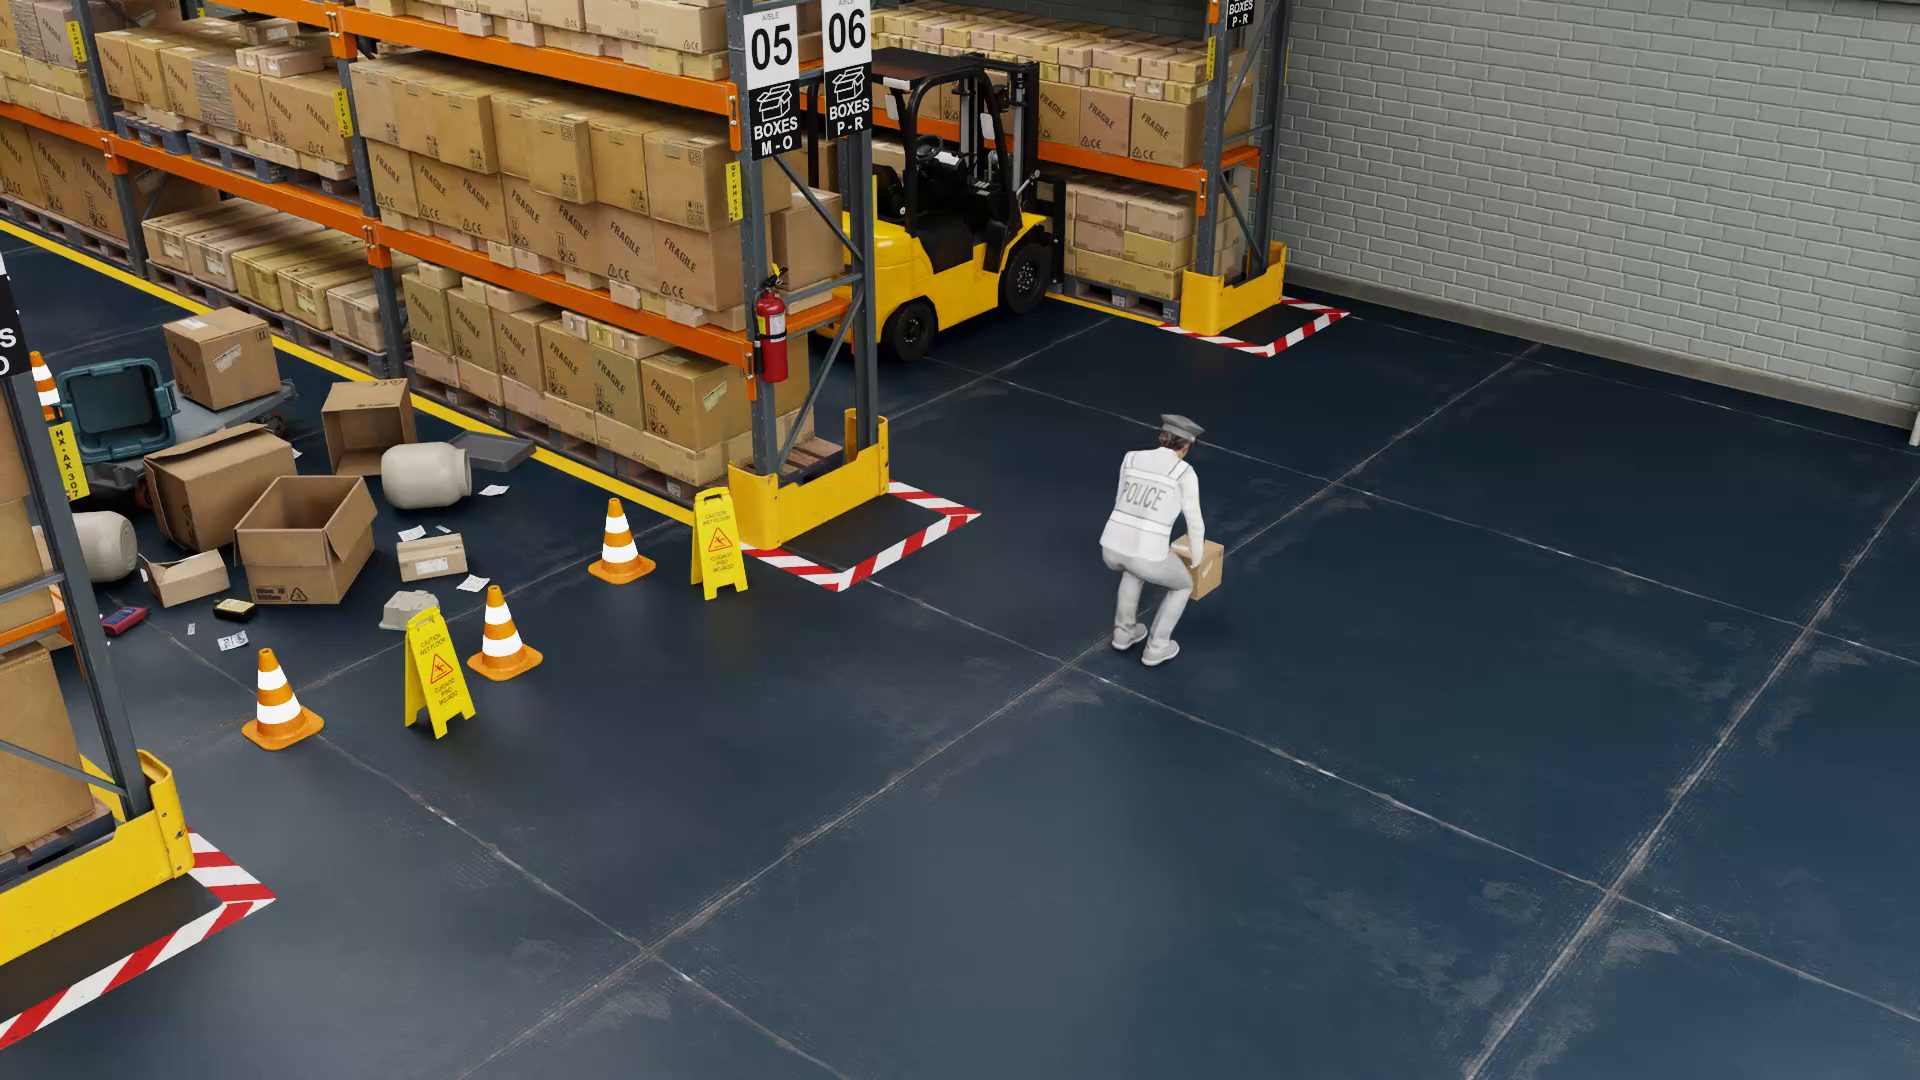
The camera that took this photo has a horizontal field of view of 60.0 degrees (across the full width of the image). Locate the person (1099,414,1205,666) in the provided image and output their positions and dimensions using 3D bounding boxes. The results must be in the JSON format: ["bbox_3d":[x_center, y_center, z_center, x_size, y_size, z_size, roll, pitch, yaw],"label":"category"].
[{"bbox_3d":[1.034,-0.006,9.010,0.534,1.322,0.736,21,34,34],"label":"person"}]
